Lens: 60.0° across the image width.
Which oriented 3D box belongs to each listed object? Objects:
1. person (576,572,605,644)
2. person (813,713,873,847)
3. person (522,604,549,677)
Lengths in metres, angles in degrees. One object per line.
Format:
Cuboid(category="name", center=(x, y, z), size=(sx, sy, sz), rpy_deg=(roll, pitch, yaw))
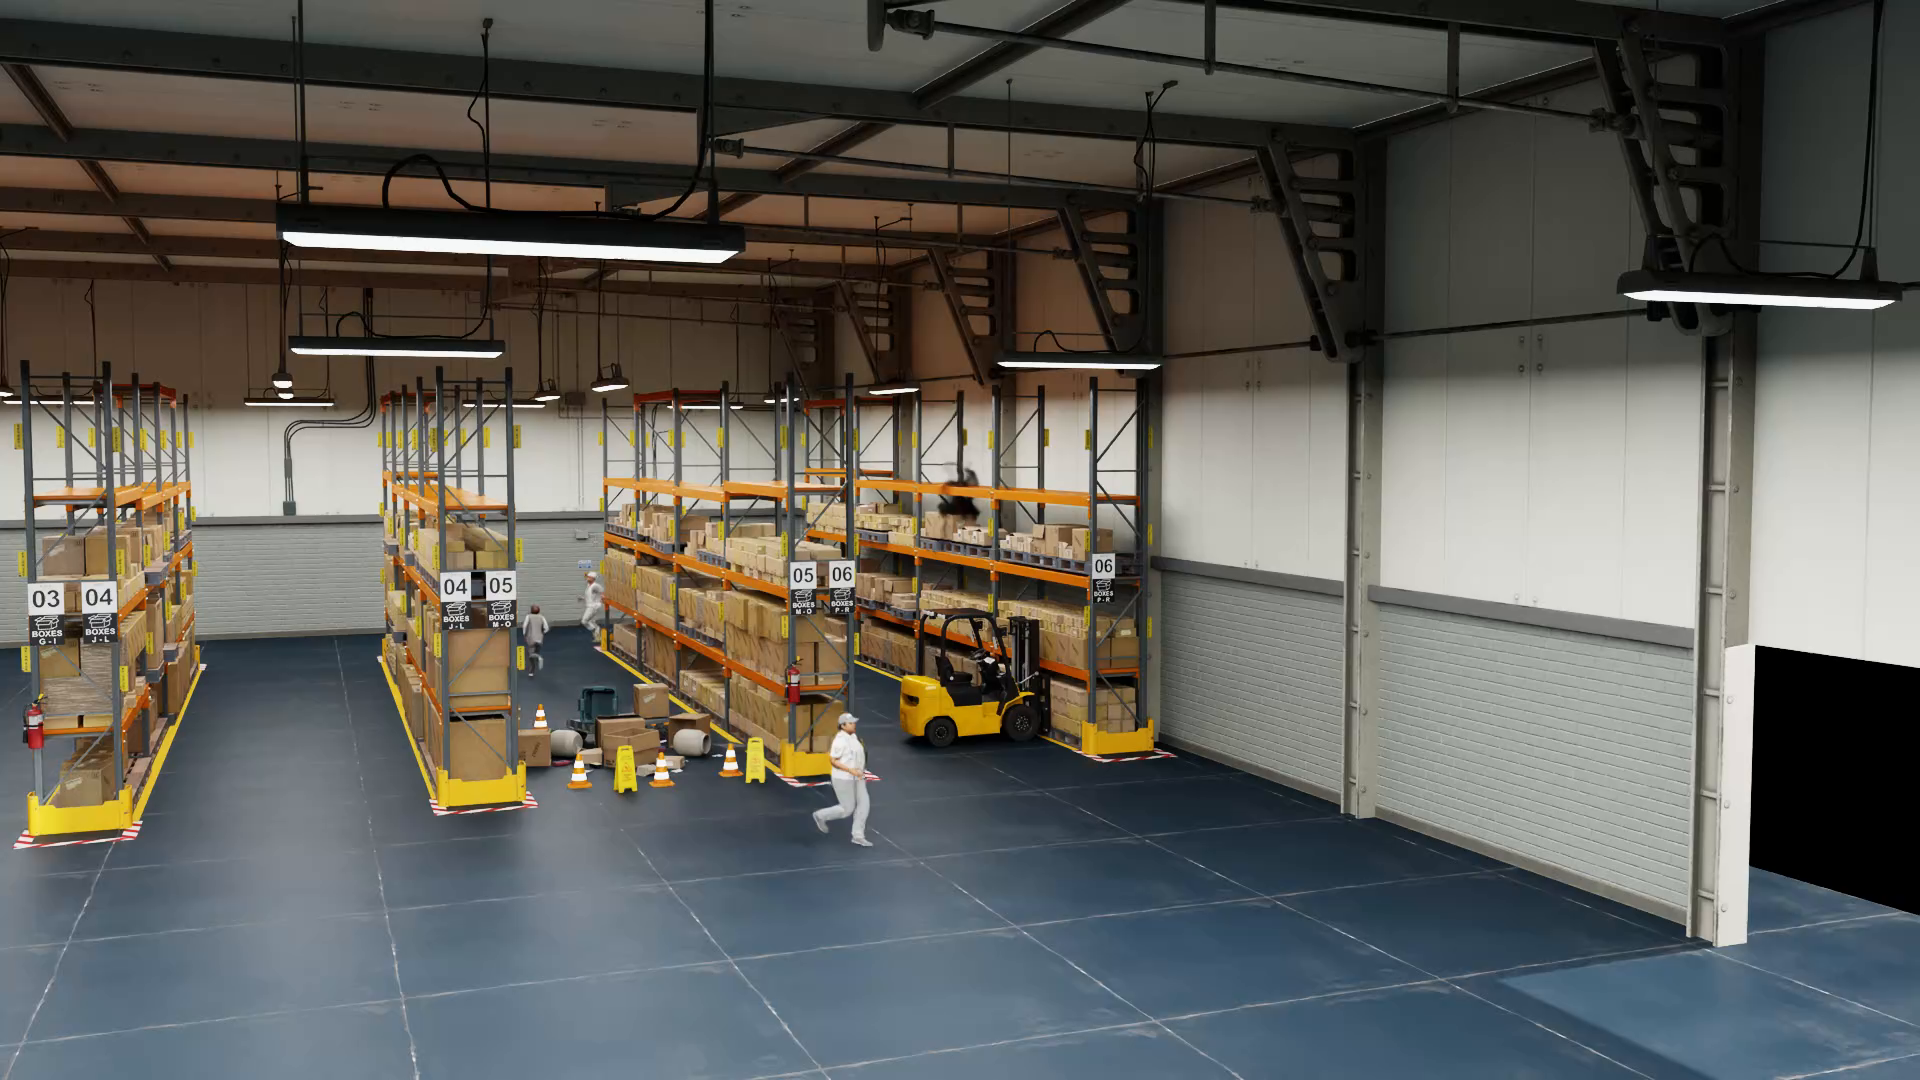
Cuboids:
Cuboid(category="person", center=(-9.080, 1.660, 40.822), size=(0.624, 1.751, 0.657), rpy_deg=(-2, 4, -29))
Cuboid(category="person", center=(-1.418, 2.961, 20.587), size=(0.747, 1.655, 0.607), rpy_deg=(1, 4, 22))
Cuboid(category="person", center=(-8.900, 2.147, 34.935), size=(0.556, 1.574, 0.744), rpy_deg=(-2, 4, -34))
